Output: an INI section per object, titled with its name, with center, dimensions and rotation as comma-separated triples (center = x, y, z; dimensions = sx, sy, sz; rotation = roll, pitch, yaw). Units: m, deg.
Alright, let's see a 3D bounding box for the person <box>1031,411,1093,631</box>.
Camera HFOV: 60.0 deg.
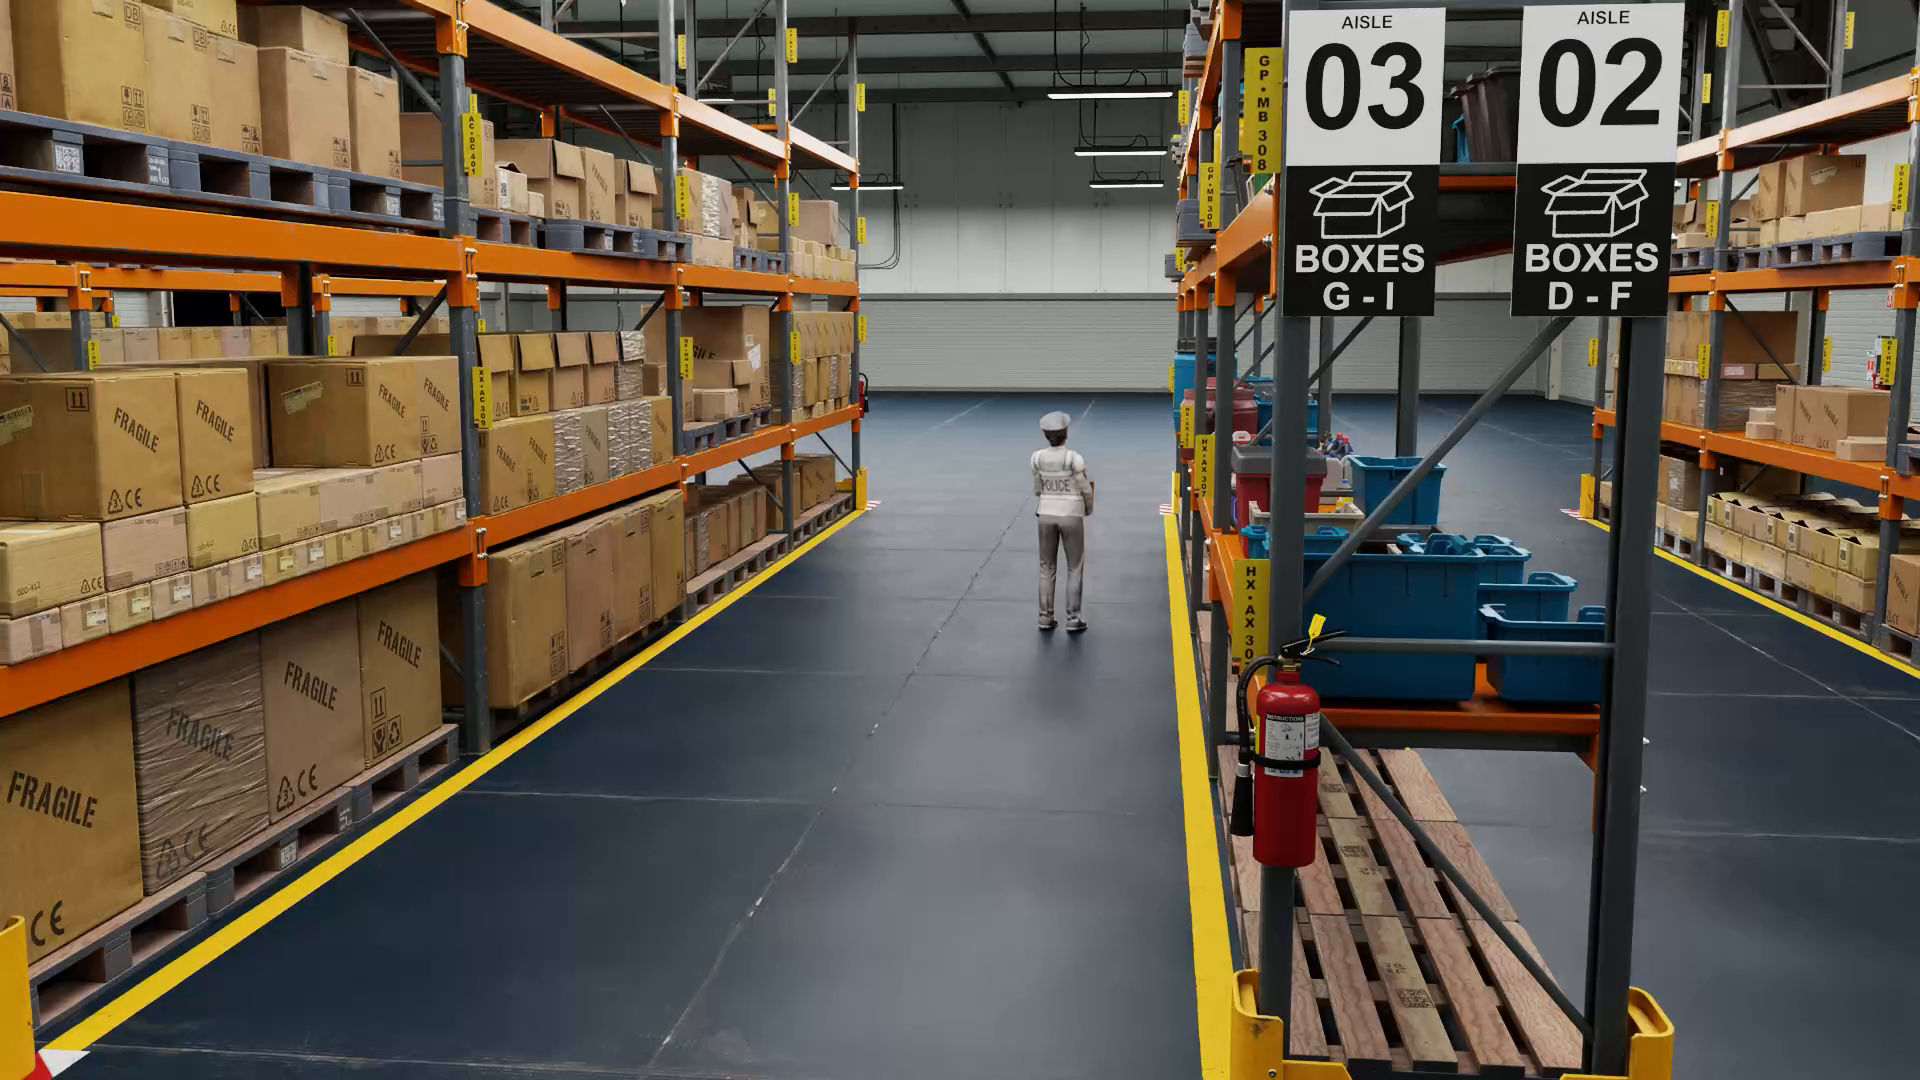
[person]
center = 0.799, -0.153, 12.832
dimensions = 0.456, 1.686, 0.556
rotation = 3, 8, 23
